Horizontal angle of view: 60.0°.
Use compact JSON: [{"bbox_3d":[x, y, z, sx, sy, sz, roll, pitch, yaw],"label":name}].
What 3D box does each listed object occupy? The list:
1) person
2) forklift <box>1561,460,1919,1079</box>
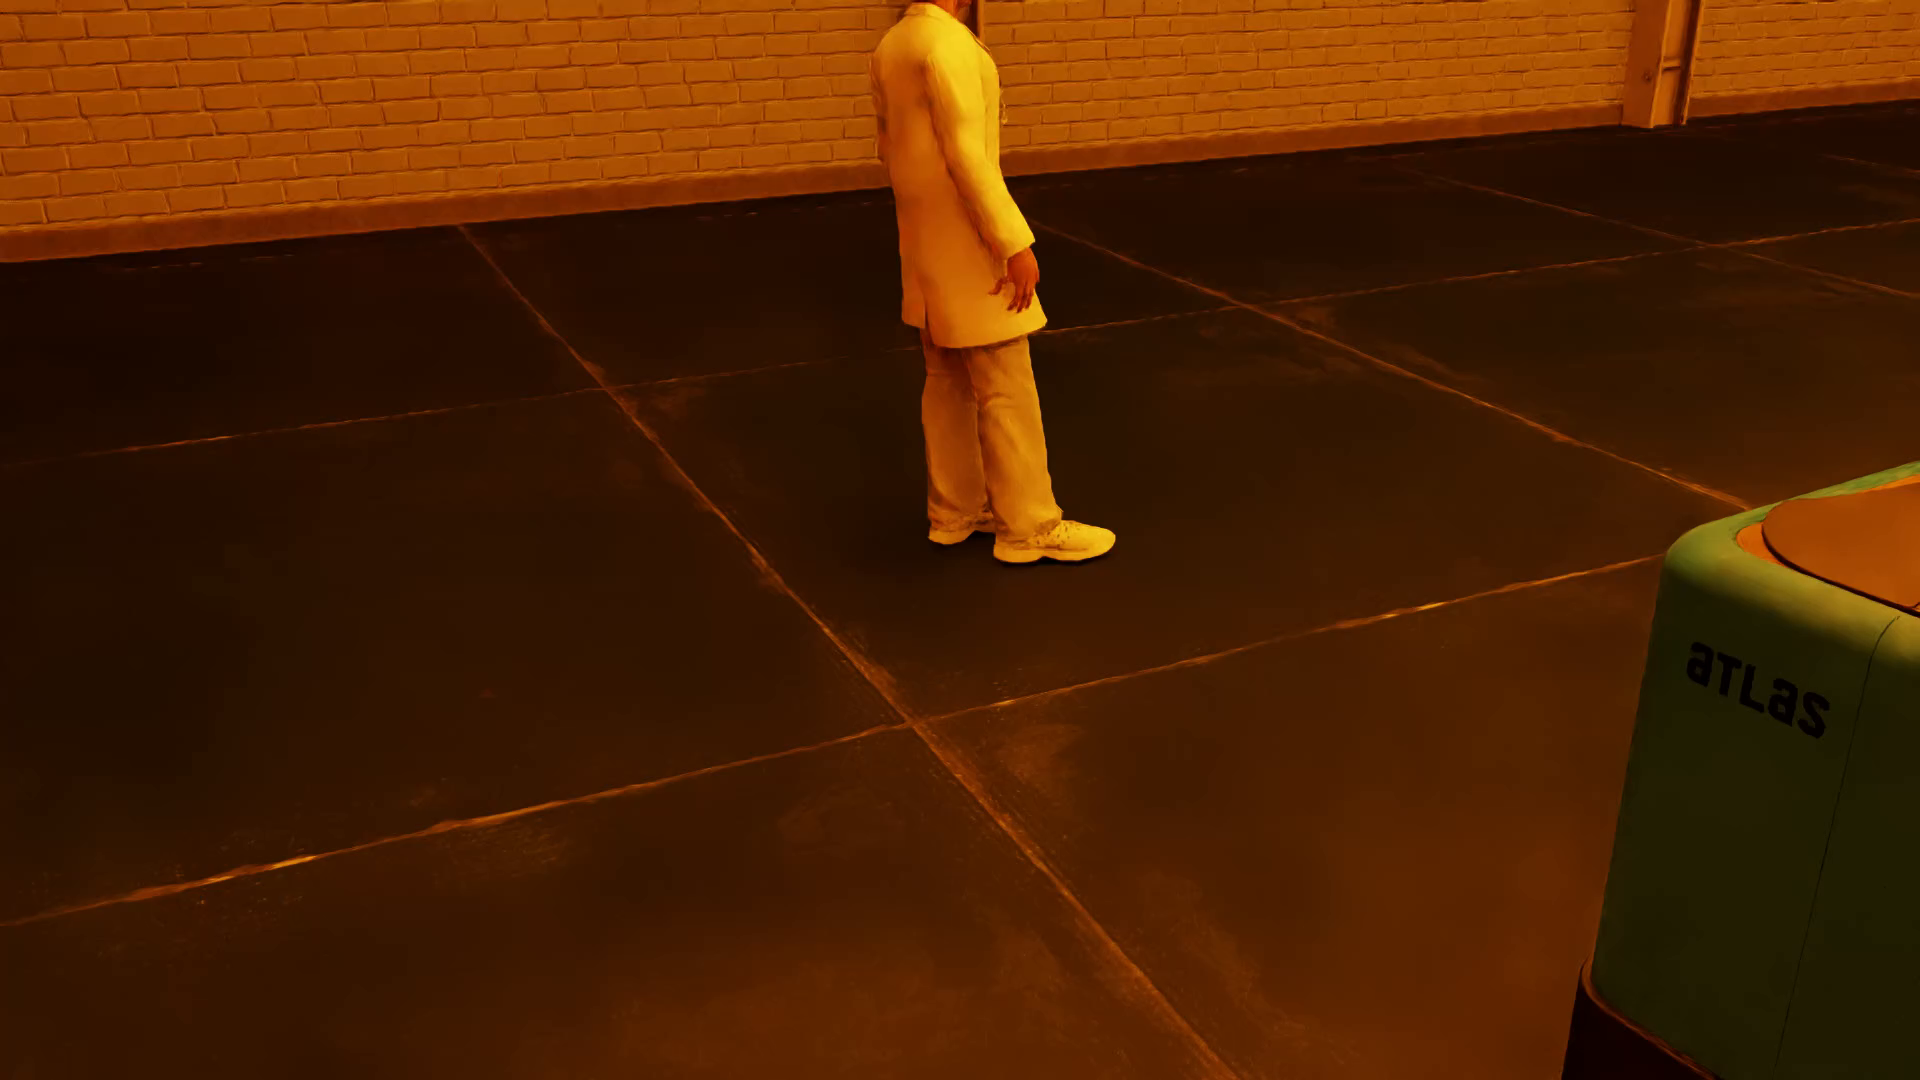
[{"bbox_3d":[0.084,-0.841,4.795,0.579,1.776,0.694,-10,25,-23],"label":"person"},{"bbox_3d":[2.164,0.017,1.244,1.130,2.935,3.031,-13,26,-28],"label":"forklift"}]
